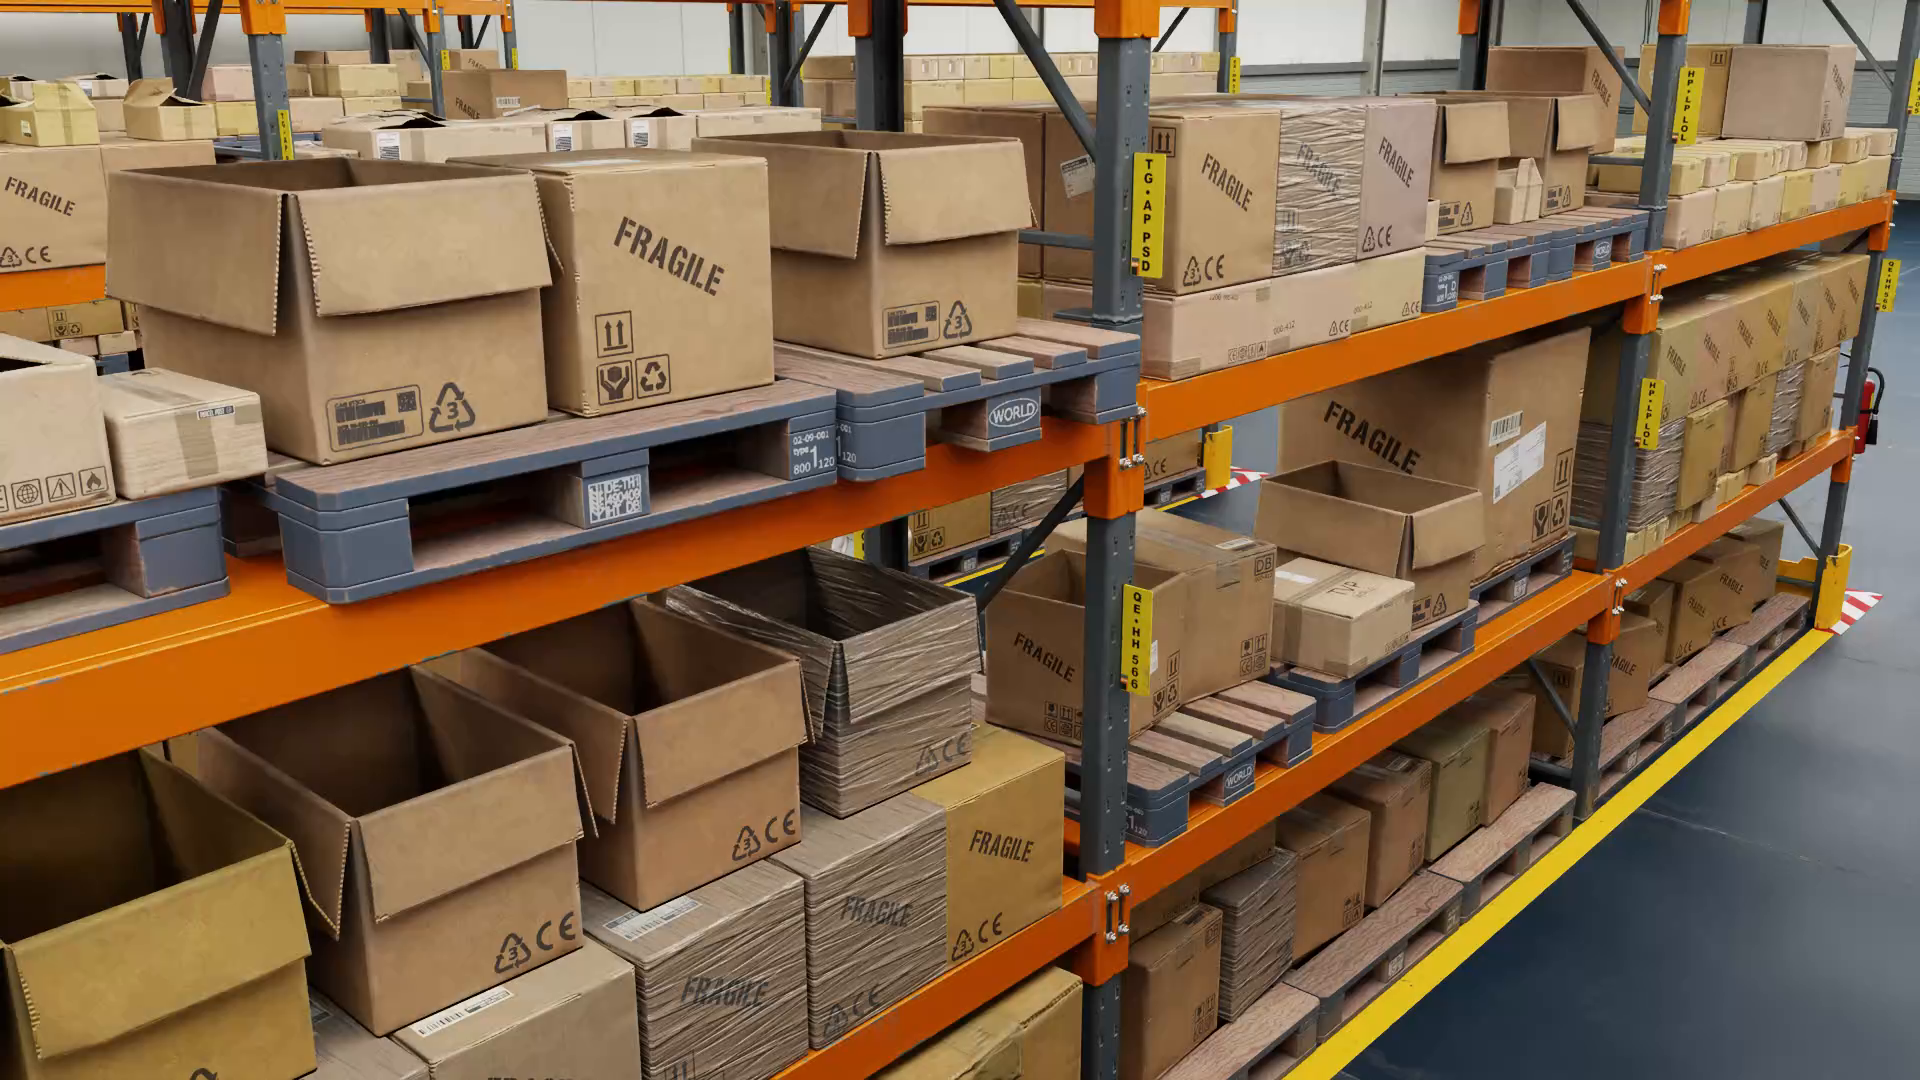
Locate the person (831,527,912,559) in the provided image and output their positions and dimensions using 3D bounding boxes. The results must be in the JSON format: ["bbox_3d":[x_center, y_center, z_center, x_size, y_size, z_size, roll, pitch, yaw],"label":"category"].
[{"bbox_3d":[-0.522,0.172,9.472,0.547,1.665,0.373,13,21,36],"label":"person"}]
